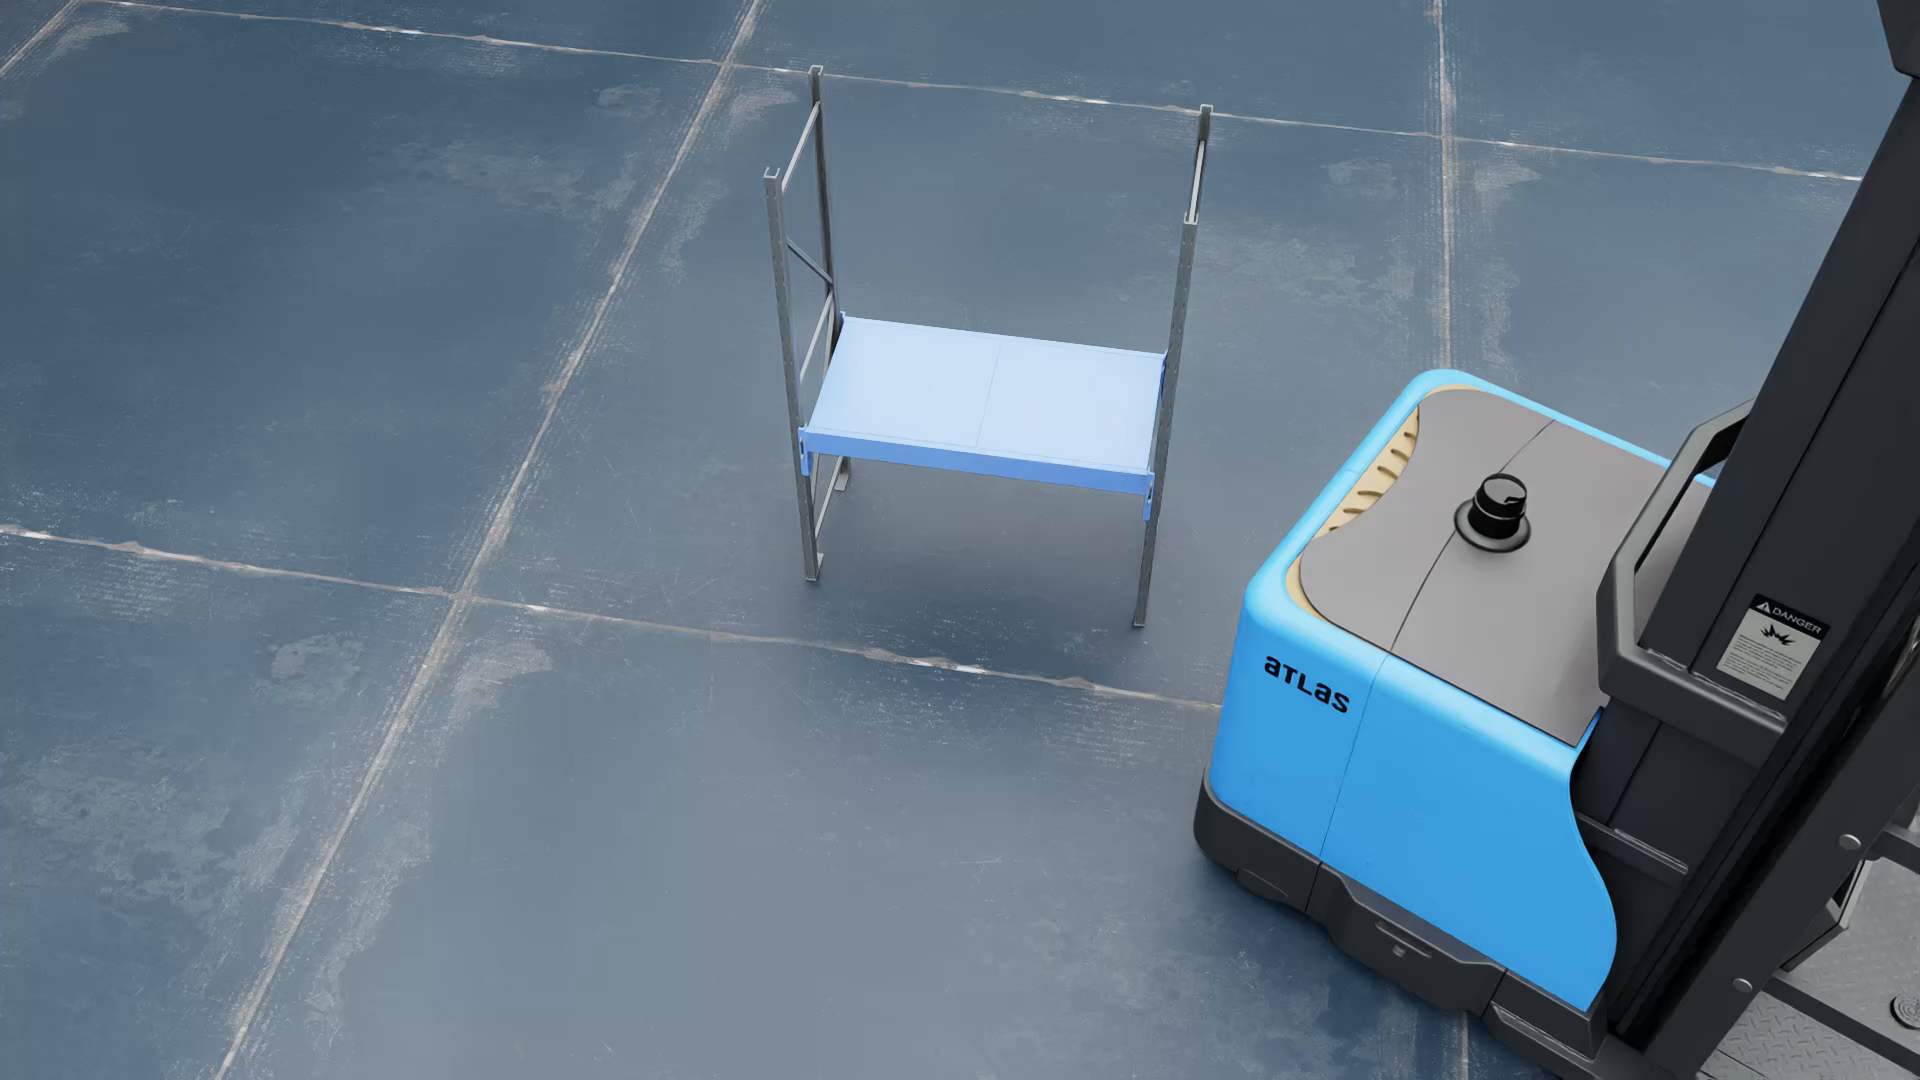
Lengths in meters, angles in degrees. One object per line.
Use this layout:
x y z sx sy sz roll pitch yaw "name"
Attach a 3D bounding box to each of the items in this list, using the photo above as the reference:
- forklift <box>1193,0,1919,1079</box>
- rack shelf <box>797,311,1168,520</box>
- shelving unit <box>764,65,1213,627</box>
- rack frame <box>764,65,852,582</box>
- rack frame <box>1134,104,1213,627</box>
2.115 0.215 3.086 3.031 2.935 1.130 29 54 23 "forklift"
0.084 -0.370 4.816 1.000 0.185 0.538 8 49 7 "rack shelf"
0.084 -0.490 4.682 1.048 1.500 0.538 8 49 7 "shelving unit"
-0.416 -0.557 4.742 0.032 1.500 0.500 8 49 7 "rack frame"
0.584 -0.423 4.622 0.032 1.500 0.500 8 49 7 "rack frame"
